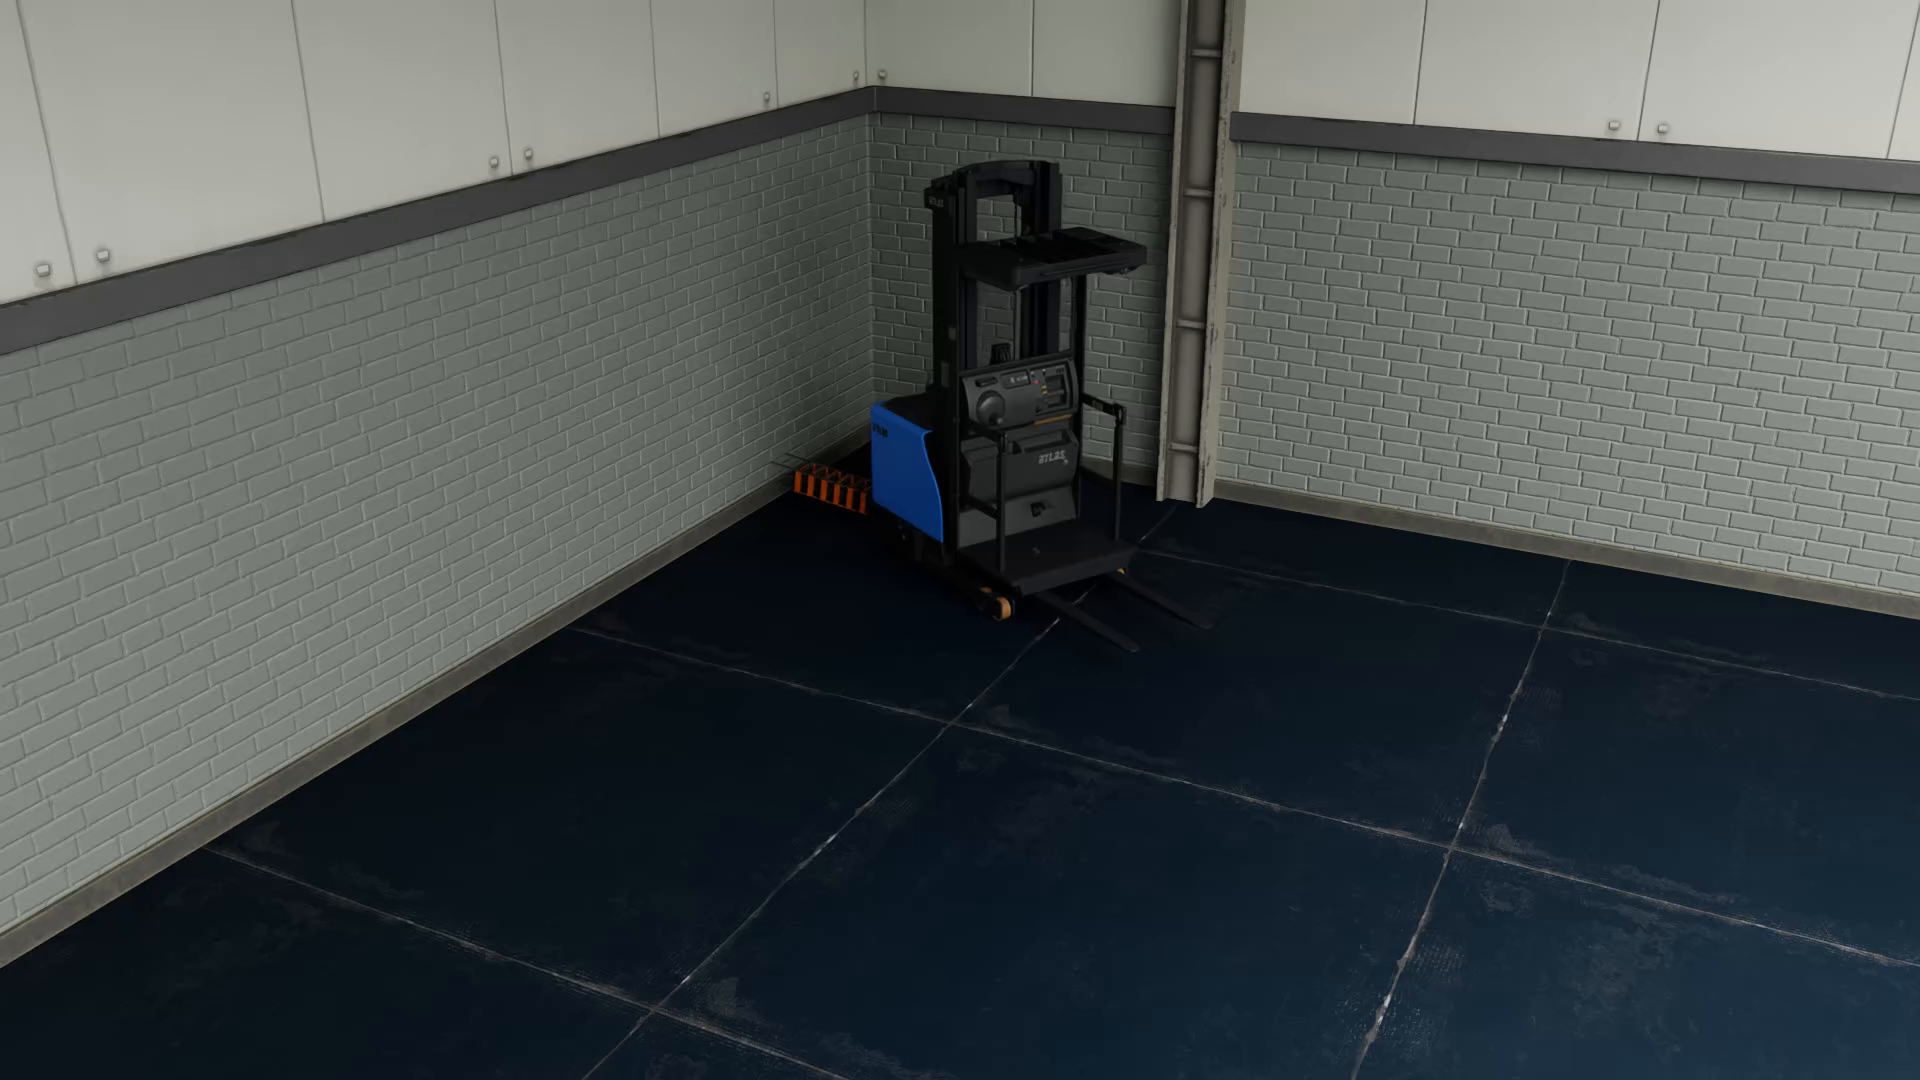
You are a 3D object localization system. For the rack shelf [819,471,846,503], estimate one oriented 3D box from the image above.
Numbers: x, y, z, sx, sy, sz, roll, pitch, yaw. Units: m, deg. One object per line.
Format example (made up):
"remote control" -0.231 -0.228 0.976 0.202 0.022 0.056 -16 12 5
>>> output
"rack shelf" -1.014 -0.433 13.298 0.103 0.180 0.258 18 28 21

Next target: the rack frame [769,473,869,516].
"rack frame" -0.957 -0.330 13.311 1.200 0.006 0.240 18 28 21

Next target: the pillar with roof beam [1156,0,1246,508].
"pillar with roof beam" -0.108 -2.981 8.261 0.400 9.000 9.100 11 25 25

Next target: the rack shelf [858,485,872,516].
"rack shelf" -0.694 -0.330 13.170 0.103 0.180 0.258 18 28 21

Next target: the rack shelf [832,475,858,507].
"rack shelf" -0.908 -0.399 13.255 0.103 0.180 0.258 18 28 21

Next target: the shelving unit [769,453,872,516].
"shelving unit" -0.947 -0.412 13.271 1.200 0.189 0.258 18 28 21

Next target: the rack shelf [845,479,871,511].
"rack shelf" -0.801 -0.364 13.212 0.103 0.180 0.258 18 28 21

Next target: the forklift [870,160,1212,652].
"forklift" 0.542 -1.005 11.368 1.130 2.935 3.031 -14 27 -30

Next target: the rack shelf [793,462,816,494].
"rack shelf" -1.227 -0.503 13.384 0.103 0.180 0.258 18 28 21

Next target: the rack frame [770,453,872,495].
"rack frame" -0.937 -0.493 13.231 1.200 0.006 0.240 18 28 21

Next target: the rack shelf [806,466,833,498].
"rack shelf" -1.121 -0.468 13.341 0.103 0.180 0.258 18 28 21
